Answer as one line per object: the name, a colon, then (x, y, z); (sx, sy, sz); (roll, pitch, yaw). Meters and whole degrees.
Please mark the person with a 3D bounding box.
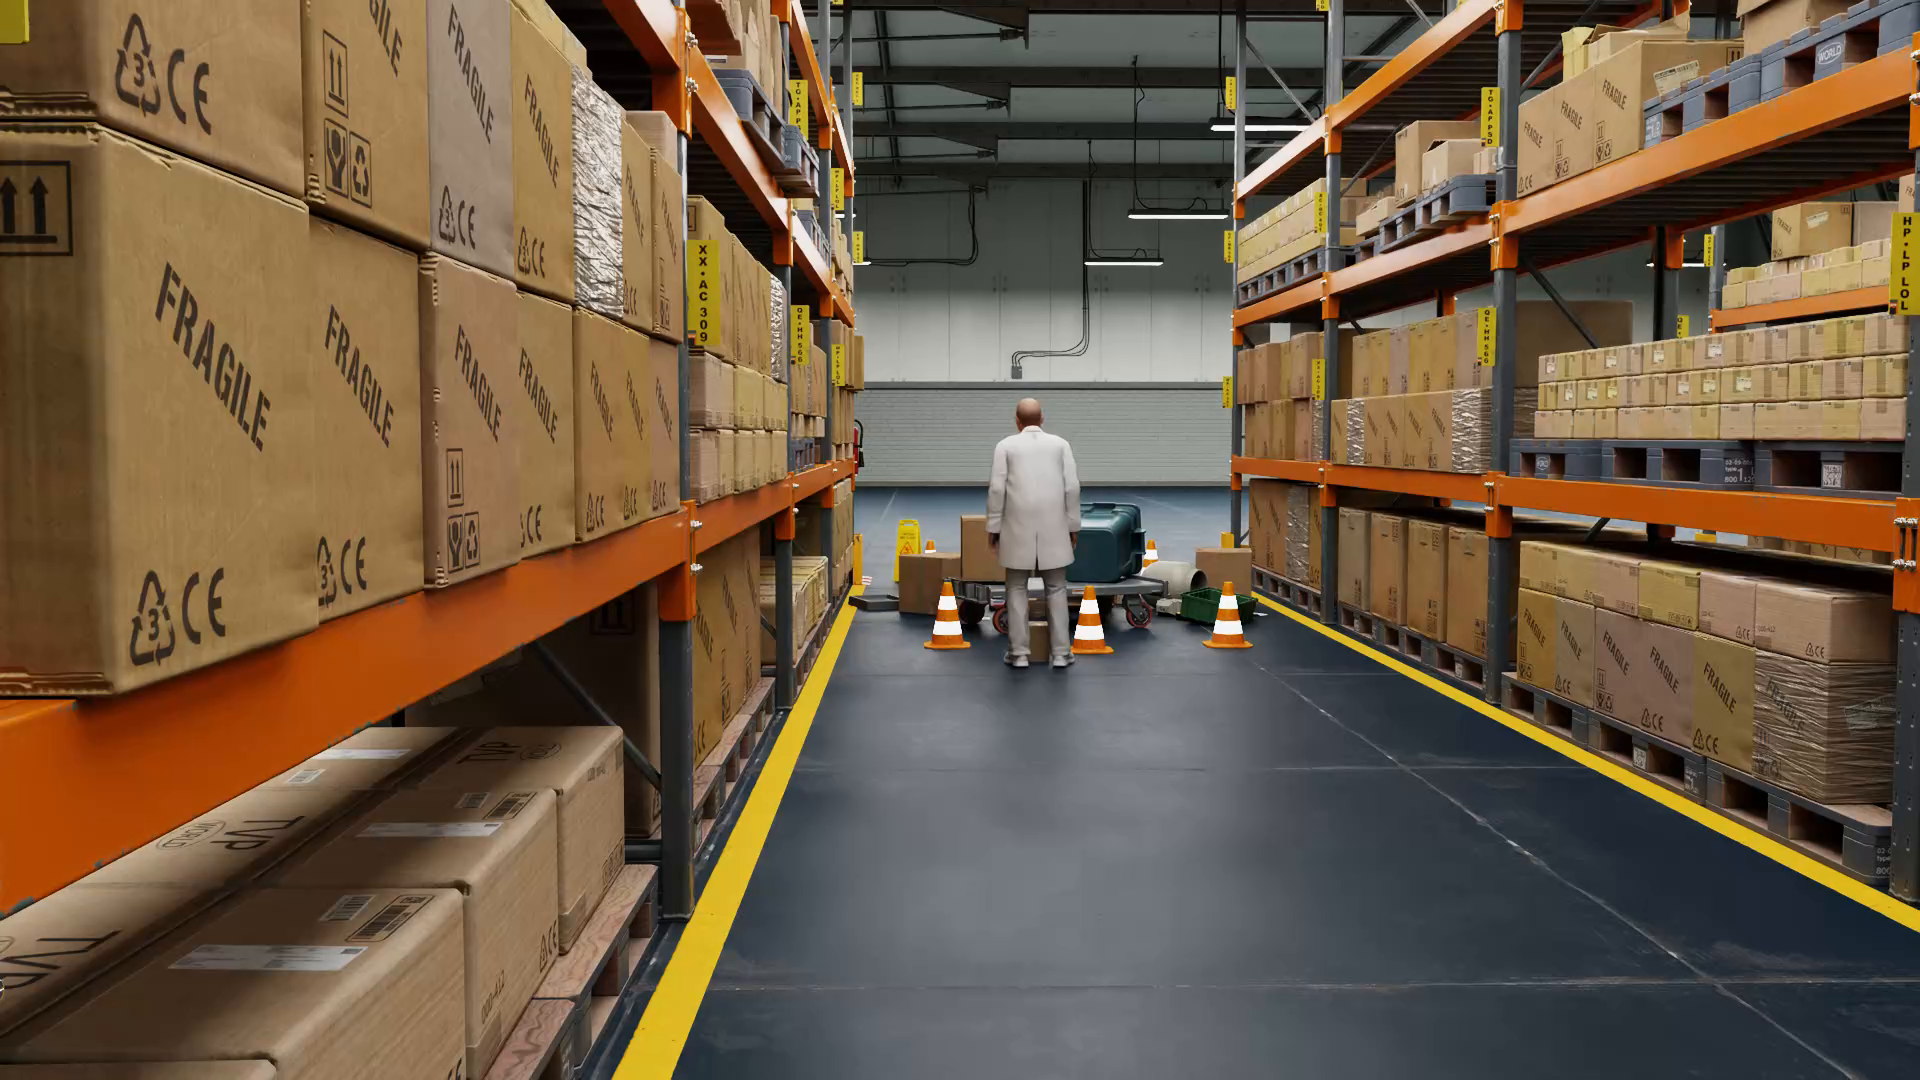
person: (0.483, -0.052, 11.021); (0.647, 1.772, 0.429); (0, 4, -5)
